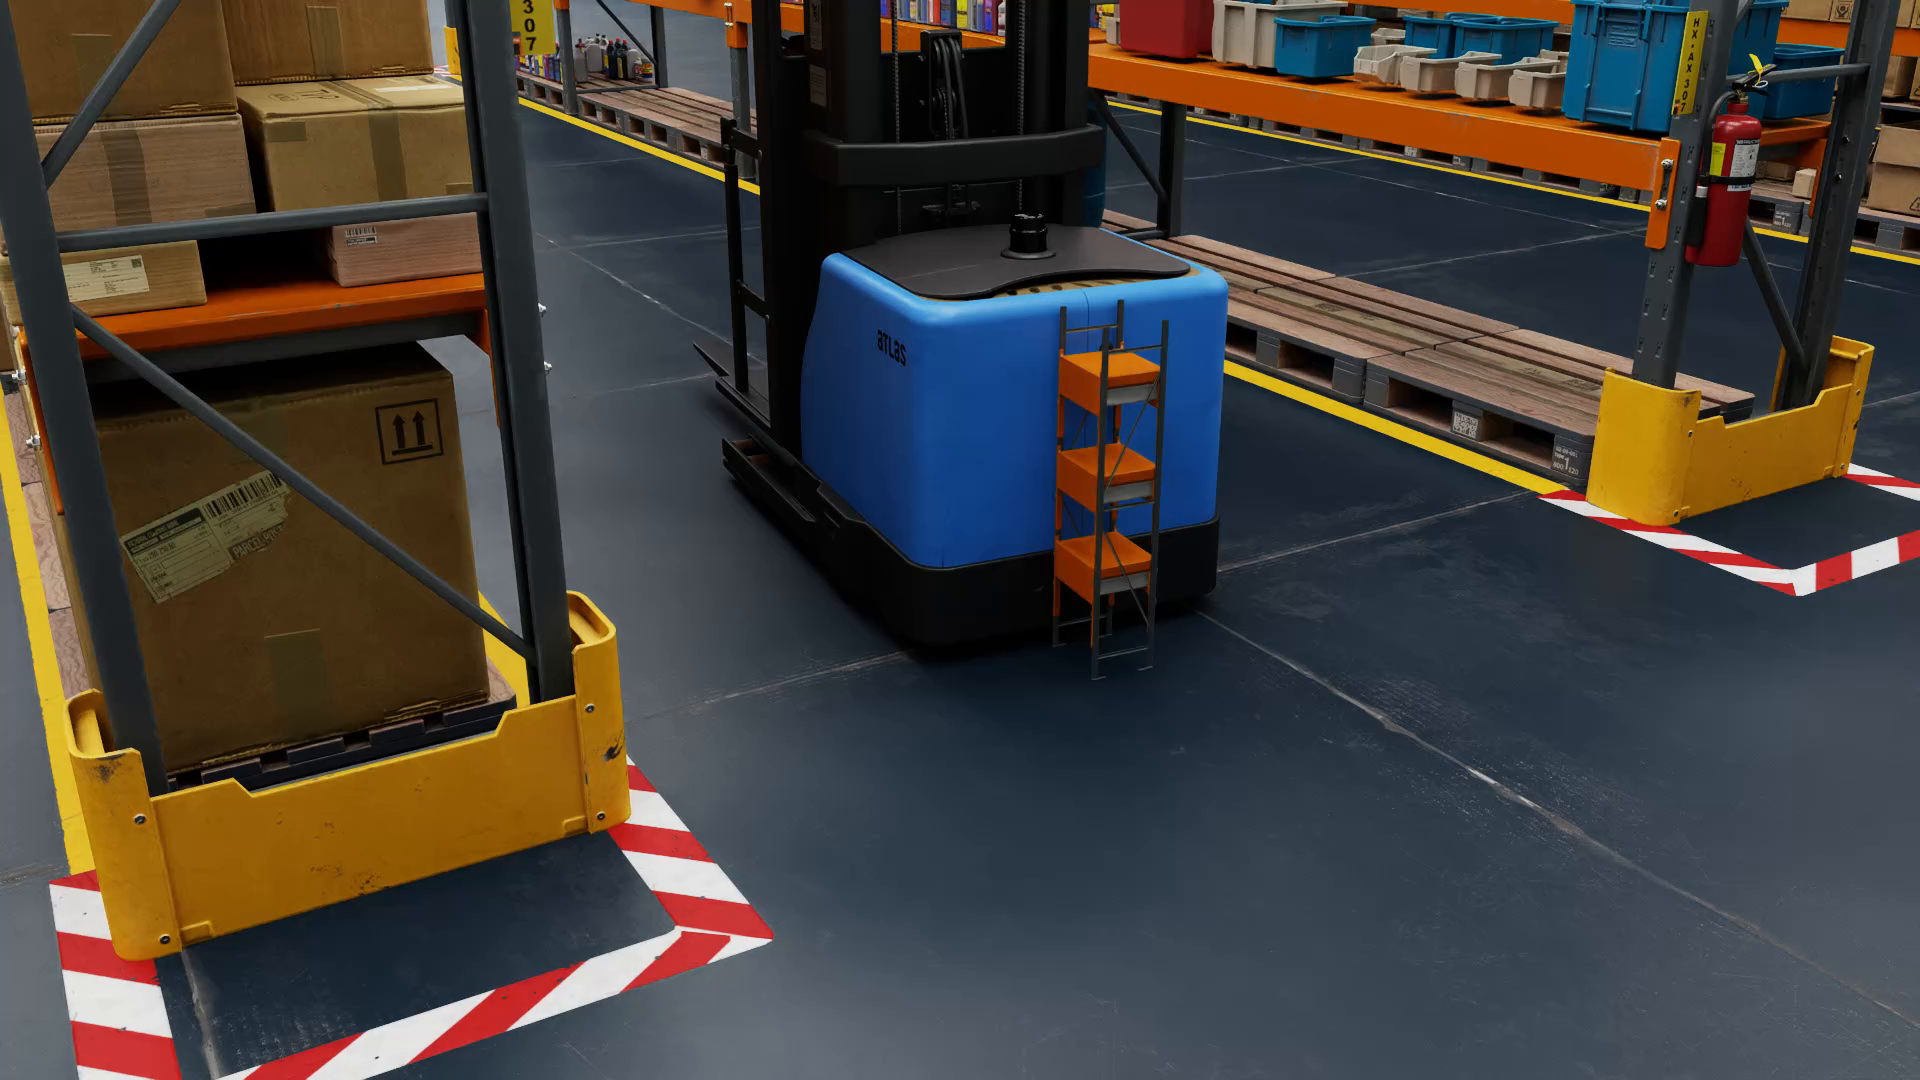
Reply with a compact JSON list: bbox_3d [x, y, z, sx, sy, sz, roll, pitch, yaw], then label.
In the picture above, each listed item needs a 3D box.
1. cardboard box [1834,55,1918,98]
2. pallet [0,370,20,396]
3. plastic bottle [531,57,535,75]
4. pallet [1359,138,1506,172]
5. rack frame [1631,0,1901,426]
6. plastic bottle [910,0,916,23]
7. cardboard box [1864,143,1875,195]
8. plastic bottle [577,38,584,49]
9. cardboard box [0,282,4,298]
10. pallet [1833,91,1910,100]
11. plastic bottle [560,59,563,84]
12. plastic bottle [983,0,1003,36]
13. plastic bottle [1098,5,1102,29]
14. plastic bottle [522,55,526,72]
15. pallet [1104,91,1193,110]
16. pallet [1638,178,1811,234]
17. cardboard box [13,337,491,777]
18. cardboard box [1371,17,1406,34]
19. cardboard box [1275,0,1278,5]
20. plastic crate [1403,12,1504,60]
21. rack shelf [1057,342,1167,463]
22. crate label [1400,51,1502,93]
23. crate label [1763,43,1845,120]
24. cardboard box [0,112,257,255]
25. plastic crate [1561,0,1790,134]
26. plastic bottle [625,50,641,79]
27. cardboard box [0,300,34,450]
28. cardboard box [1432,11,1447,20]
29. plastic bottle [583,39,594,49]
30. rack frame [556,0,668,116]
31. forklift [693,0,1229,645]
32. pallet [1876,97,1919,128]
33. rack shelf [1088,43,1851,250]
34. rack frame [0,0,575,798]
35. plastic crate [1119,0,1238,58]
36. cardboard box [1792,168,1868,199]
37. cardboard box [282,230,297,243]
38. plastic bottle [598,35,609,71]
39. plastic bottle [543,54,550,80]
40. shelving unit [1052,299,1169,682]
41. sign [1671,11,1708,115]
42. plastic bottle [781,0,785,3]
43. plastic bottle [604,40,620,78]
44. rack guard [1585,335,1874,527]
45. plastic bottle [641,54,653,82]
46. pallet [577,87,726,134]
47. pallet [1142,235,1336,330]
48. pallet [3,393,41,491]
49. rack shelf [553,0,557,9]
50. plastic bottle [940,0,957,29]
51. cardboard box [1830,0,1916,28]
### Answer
[{"bbox_3d":[8.436,-4.473,15.130,0.750,0.750,0.750,-12,25,-27],"label":"cardboard box"},{"bbox_3d":[-3.898,-0.887,7.713,1.003,0.211,1.213,-13,25,-28],"label":"pallet"},{"bbox_3d":[-4.270,-4.799,16.767,0.097,0.201,0.097,0,22,0],"label":"plastic bottle"},{"bbox_3d":[4.004,-3.207,13.422,1.003,0.211,1.213,-13,25,-28],"label":"pallet"},{"bbox_3d":[2.863,-1.601,5.767,1.000,3.000,0.127,-13,25,-28],"label":"rack frame"},{"bbox_3d":[-0.256,-3.227,10.031,0.097,0.201,0.097,0,22,0],"label":"plastic bottle"},{"bbox_3d":[5.998,-2.433,10.801,0.500,0.311,0.500,-13,25,-28],"label":"cardboard box"},{"bbox_3d":[-3.981,-5.108,17.419,0.061,0.283,0.133,-13,25,-28],"label":"plastic bottle"},{"bbox_3d":[-1.995,-0.668,3.805,0.380,0.149,0.250,-12,25,-28],"label":"cardboard box"},{"bbox_3d":[8.250,-4.141,15.718,1.003,0.211,1.213,-13,25,-28],"label":"pallet"},{"bbox_3d":[-3.796,-4.524,15.980,0.061,0.283,0.133,-11,25,-26],"label":"plastic bottle"},{"bbox_3d":[0.183,-2.974,9.299,0.061,0.283,0.133,-13,25,-28],"label":"plastic bottle"},{"bbox_3d":[0.856,-3.082,9.674,0.097,0.201,0.097,0,22,0],"label":"plastic bottle"},{"bbox_3d":[-4.426,-4.930,16.997,0.097,0.271,0.097,0,22,0],"label":"plastic bottle"},{"bbox_3d":[2.030,-4.519,16.649,1.003,0.211,1.213,-13,25,-28],"label":"pallet"},{"bbox_3d":[5.430,-2.333,11.272,1.003,0.211,1.213,-13,25,-28],"label":"pallet"},{"bbox_3d":[-1.791,-0.051,4.216,0.875,0.875,0.875,-13,25,-28],"label":"cardboard box"},{"bbox_3d":[3.748,-4.261,14.050,0.500,0.250,0.500,-12,25,-26],"label":"cardboard box"},{"bbox_3d":[4.106,-7.059,21.931,0.700,0.500,0.500,-14,26,-32],"label":"cardboard box"},{"bbox_3d":[2.194,-2.218,7.428,0.416,0.233,0.300,-13,25,-28],"label":"plastic crate"},{"bbox_3d":[0.421,-0.389,4.648,0.215,0.259,0.240,-10,24,-22],"label":"rack shelf"},{"bbox_3d":[1.992,-1.918,6.817,0.396,0.136,0.243,-13,25,-28],"label":"crate label"},{"bbox_3d":[3.020,-1.695,6.140,0.416,0.233,0.303,-13,25,-28],"label":"crate label"},{"bbox_3d":[-1.871,-0.823,3.656,0.500,0.250,0.500,-13,26,-29],"label":"cardboard box"},{"bbox_3d":[2.531,-1.718,5.928,0.616,0.435,0.499,-13,25,-28],"label":"plastic crate"},{"bbox_3d":[-3.242,-4.715,16.460,0.152,0.276,0.135,-12,25,-26],"label":"plastic bottle"},{"bbox_3d":[-3.170,-0.925,6.367,0.875,0.875,0.875,-13,25,-28],"label":"cardboard box"},{"bbox_3d":[5.947,-6.044,19.434,0.700,0.500,0.500,-13,26,-29],"label":"cardboard box"},{"bbox_3d":[-3.890,-5.126,17.471,0.152,0.276,0.135,-12,25,-28],"label":"plastic bottle"},{"bbox_3d":[-3.267,-5.486,15.324,1.000,3.000,0.127,-13,25,-28],"label":"rack frame"},{"bbox_3d":[-0.256,-1.571,5.785,1.130,2.935,3.031,-10,24,-22],"label":"forklift"},{"bbox_3d":[8.877,-3.745,14.745,1.003,0.211,1.213,-13,25,-28],"label":"pallet"},{"bbox_3d":[1.841,-1.915,7.496,1.077,0.370,4.000,-13,25,-28],"label":"rack shelf"},{"bbox_3d":[-1.395,-0.649,3.424,1.000,3.000,0.127,-13,25,-28],"label":"rack frame"},{"bbox_3d":[1.060,-2.616,8.100,0.402,0.464,0.583,-13,25,-28],"label":"plastic crate"},{"bbox_3d":[5.559,-2.283,10.624,0.380,0.166,0.250,-13,25,-28],"label":"cardboard box"},{"bbox_3d":[-1.556,-0.876,4.317,0.380,0.149,0.250,-13,26,-29],"label":"cardboard box"},{"bbox_3d":[-3.636,-5.002,17.068,0.144,0.351,0.185,-13,25,-29],"label":"plastic bottle"},{"bbox_3d":[-4.061,-4.691,16.392,0.061,0.283,0.133,-11,24,-25],"label":"plastic bottle"},{"bbox_3d":[0.421,-0.136,4.751,0.215,1.050,0.252,-10,24,-22],"label":"shelving unit"},{"bbox_3d":[2.398,-1.566,5.463,0.100,0.325,0.005,-13,25,-28],"label":"sign"},{"bbox_3d":[-1.195,-3.822,11.496,0.097,0.201,0.097,0,22,0],"label":"plastic bottle"},{"bbox_3d":[-3.447,-4.776,16.511,0.144,0.351,0.185,-13,25,-28],"label":"plastic bottle"},{"bbox_3d":[2.886,-0.438,6.225,1.175,0.500,0.348,-13,25,-28],"label":"rack guard"},{"bbox_3d":[-3.053,-4.613,16.217,0.097,0.271,0.097,0,22,0],"label":"plastic bottle"},{"bbox_3d":[-2.833,-3.947,15.242,1.003,0.211,1.213,-13,25,-28],"label":"pallet"},{"bbox_3d":[1.228,-1.374,8.911,1.003,0.211,1.213,-13,25,-28],"label":"pallet"},{"bbox_3d":[-3.117,-0.390,6.492,1.003,0.211,1.213,-13,25,-28],"label":"pallet"},{"bbox_3d":[-4.289,-5.800,17.053,1.077,0.370,4.000,-13,25,-28],"label":"rack shelf"},{"bbox_3d":[-0.026,-3.168,9.687,0.144,0.351,0.185,-13,25,-28],"label":"plastic bottle"},{"bbox_3d":[5.624,-3.349,9.935,0.500,0.500,0.500,-13,25,-29],"label":"cardboard box"}]
